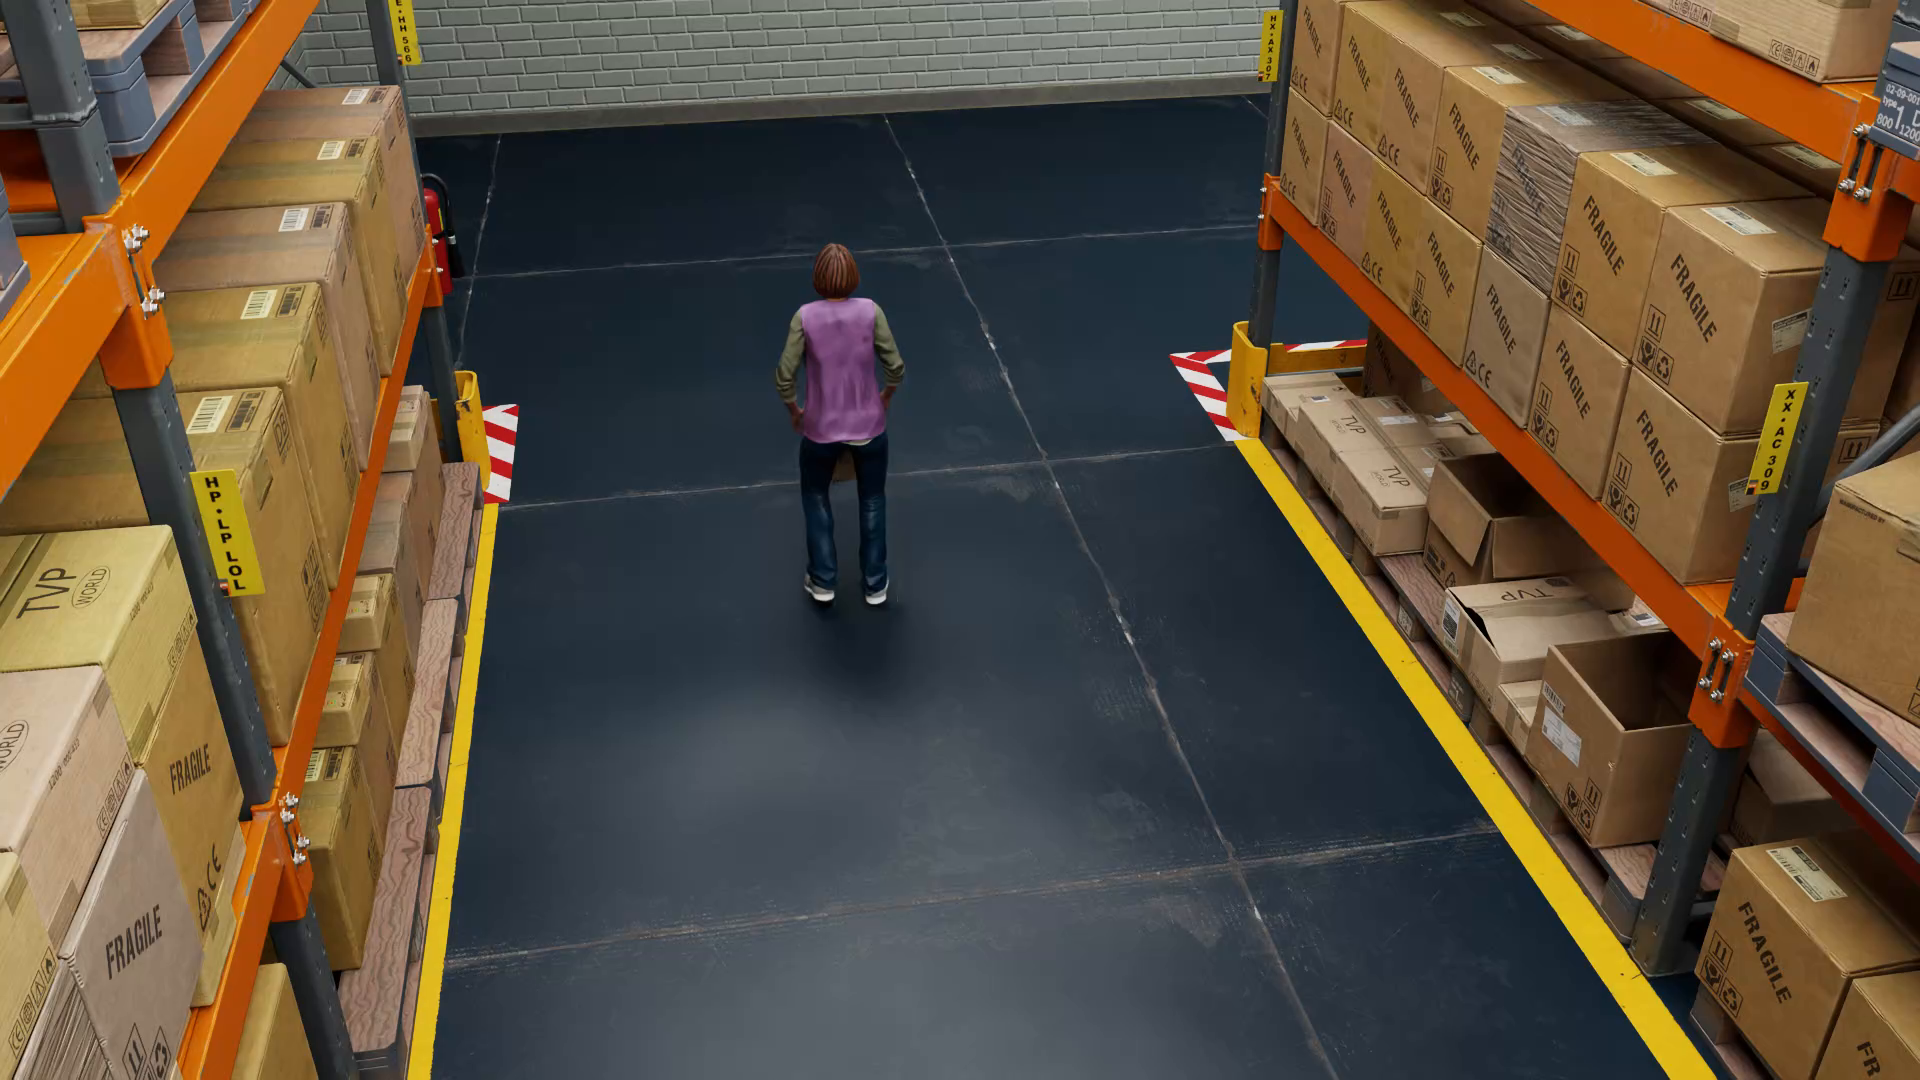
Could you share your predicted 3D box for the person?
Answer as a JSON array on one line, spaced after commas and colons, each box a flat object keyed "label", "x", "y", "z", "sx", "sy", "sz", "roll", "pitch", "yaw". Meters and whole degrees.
[{"label": "person", "x": -0.493, "y": -0.471, "z": 6.957, "sx": 0.536, "sy": 1.563, "sz": 0.443, "roll": -4, "pitch": 31, "yaw": -7}]
